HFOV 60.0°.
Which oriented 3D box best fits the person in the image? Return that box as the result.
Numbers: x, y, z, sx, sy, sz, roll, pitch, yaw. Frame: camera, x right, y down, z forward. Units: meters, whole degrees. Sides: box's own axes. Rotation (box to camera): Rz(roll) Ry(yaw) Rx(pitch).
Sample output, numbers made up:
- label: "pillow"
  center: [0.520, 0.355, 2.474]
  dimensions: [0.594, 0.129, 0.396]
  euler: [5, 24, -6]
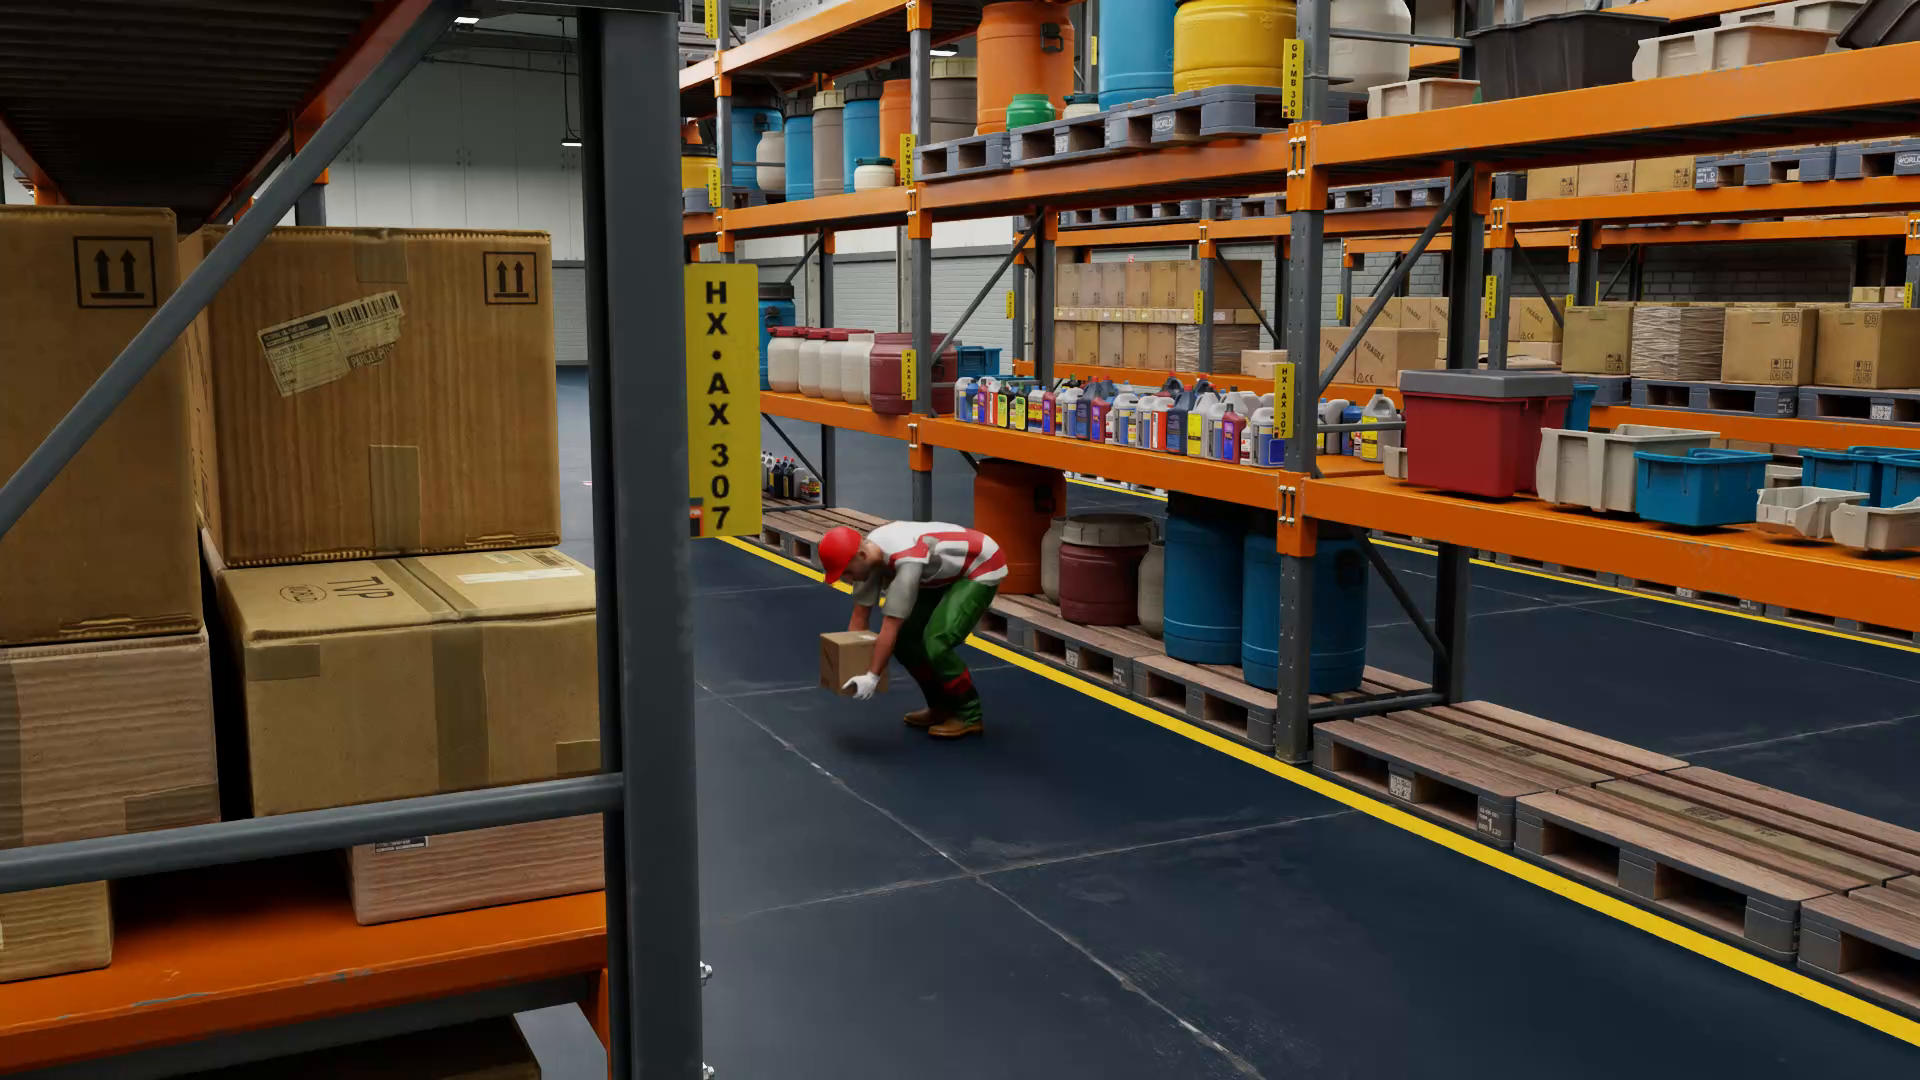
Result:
- label: "person"
  center: [-0.230, 0.424, 7.957]
  dimensions: [0.959, 1.036, 0.532]
  euler: [-5, 10, -29]
